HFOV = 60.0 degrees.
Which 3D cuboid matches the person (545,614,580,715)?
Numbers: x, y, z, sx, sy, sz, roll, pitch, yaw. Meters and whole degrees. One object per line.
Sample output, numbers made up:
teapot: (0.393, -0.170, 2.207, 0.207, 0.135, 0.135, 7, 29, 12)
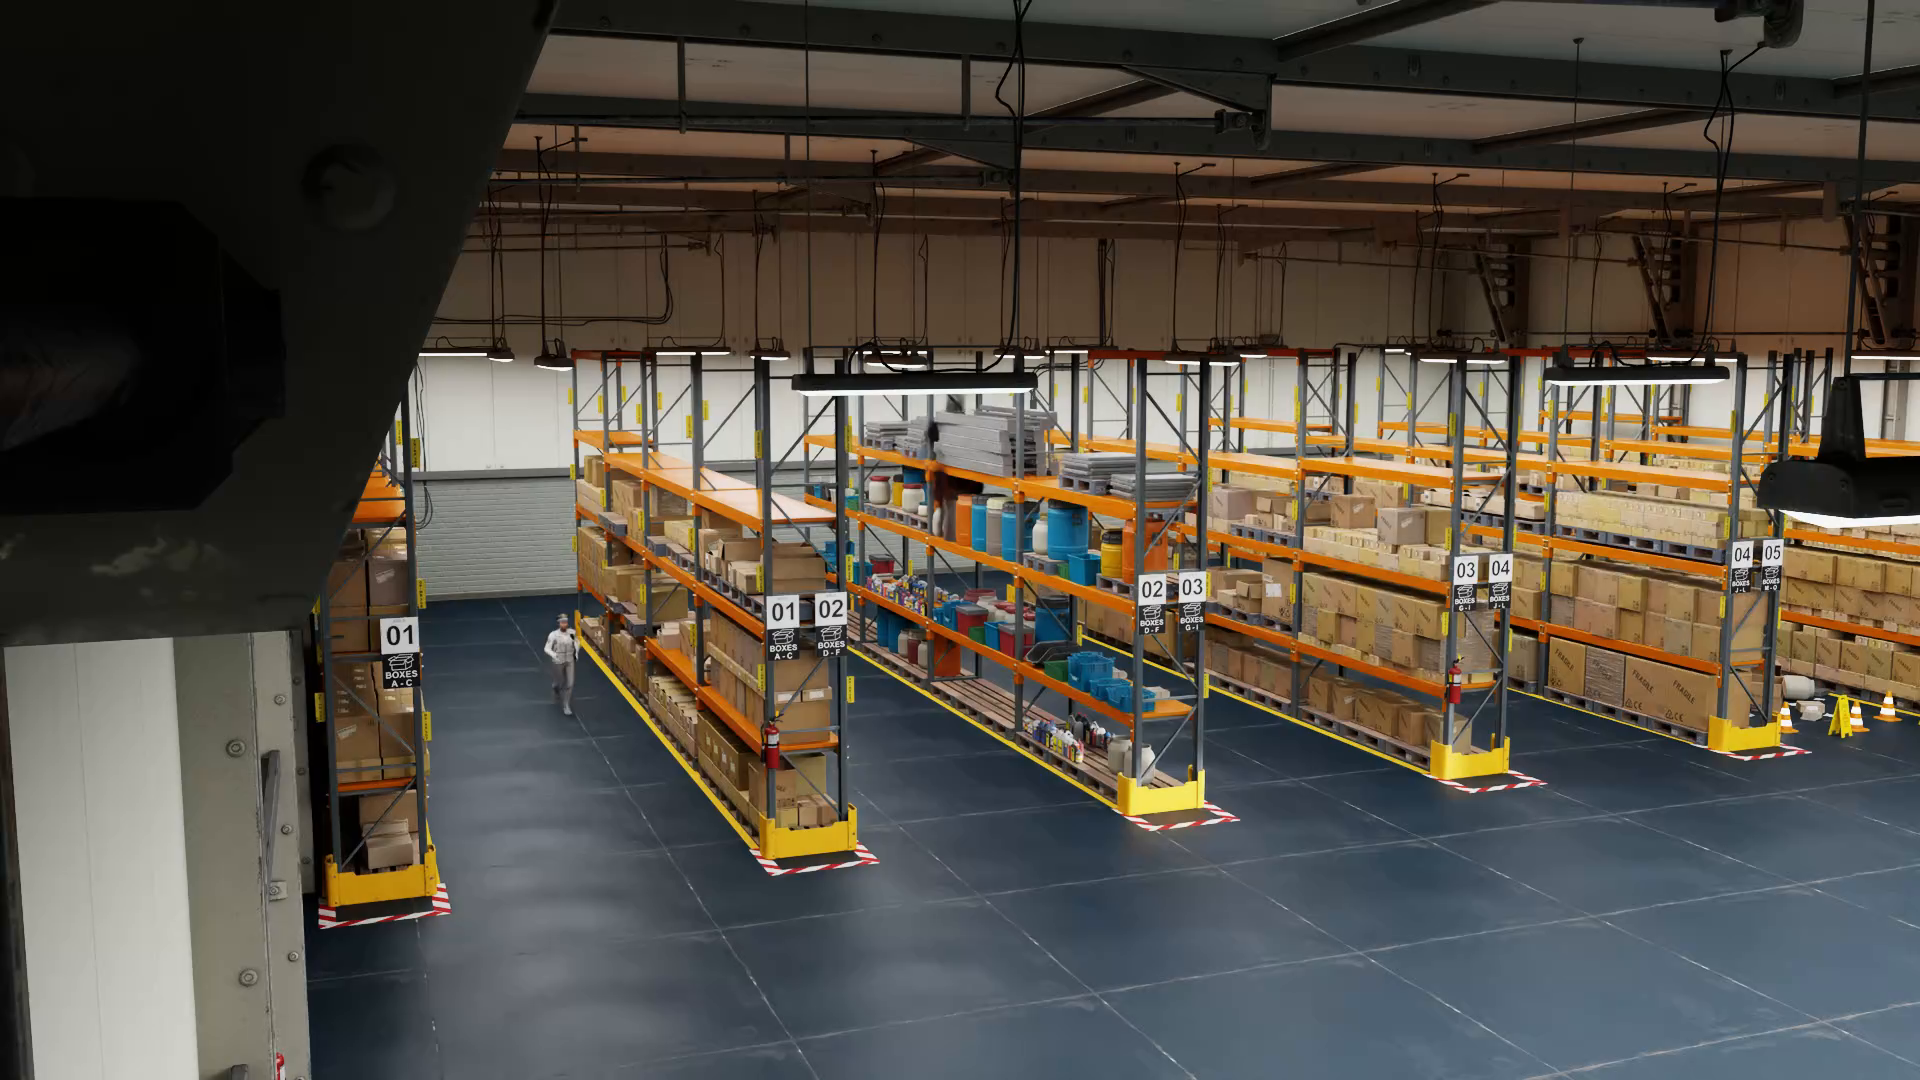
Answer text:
person: (-6.661, 2.060, 27.939, 0.627, 1.698, 0.761, -4, 8, -28)
